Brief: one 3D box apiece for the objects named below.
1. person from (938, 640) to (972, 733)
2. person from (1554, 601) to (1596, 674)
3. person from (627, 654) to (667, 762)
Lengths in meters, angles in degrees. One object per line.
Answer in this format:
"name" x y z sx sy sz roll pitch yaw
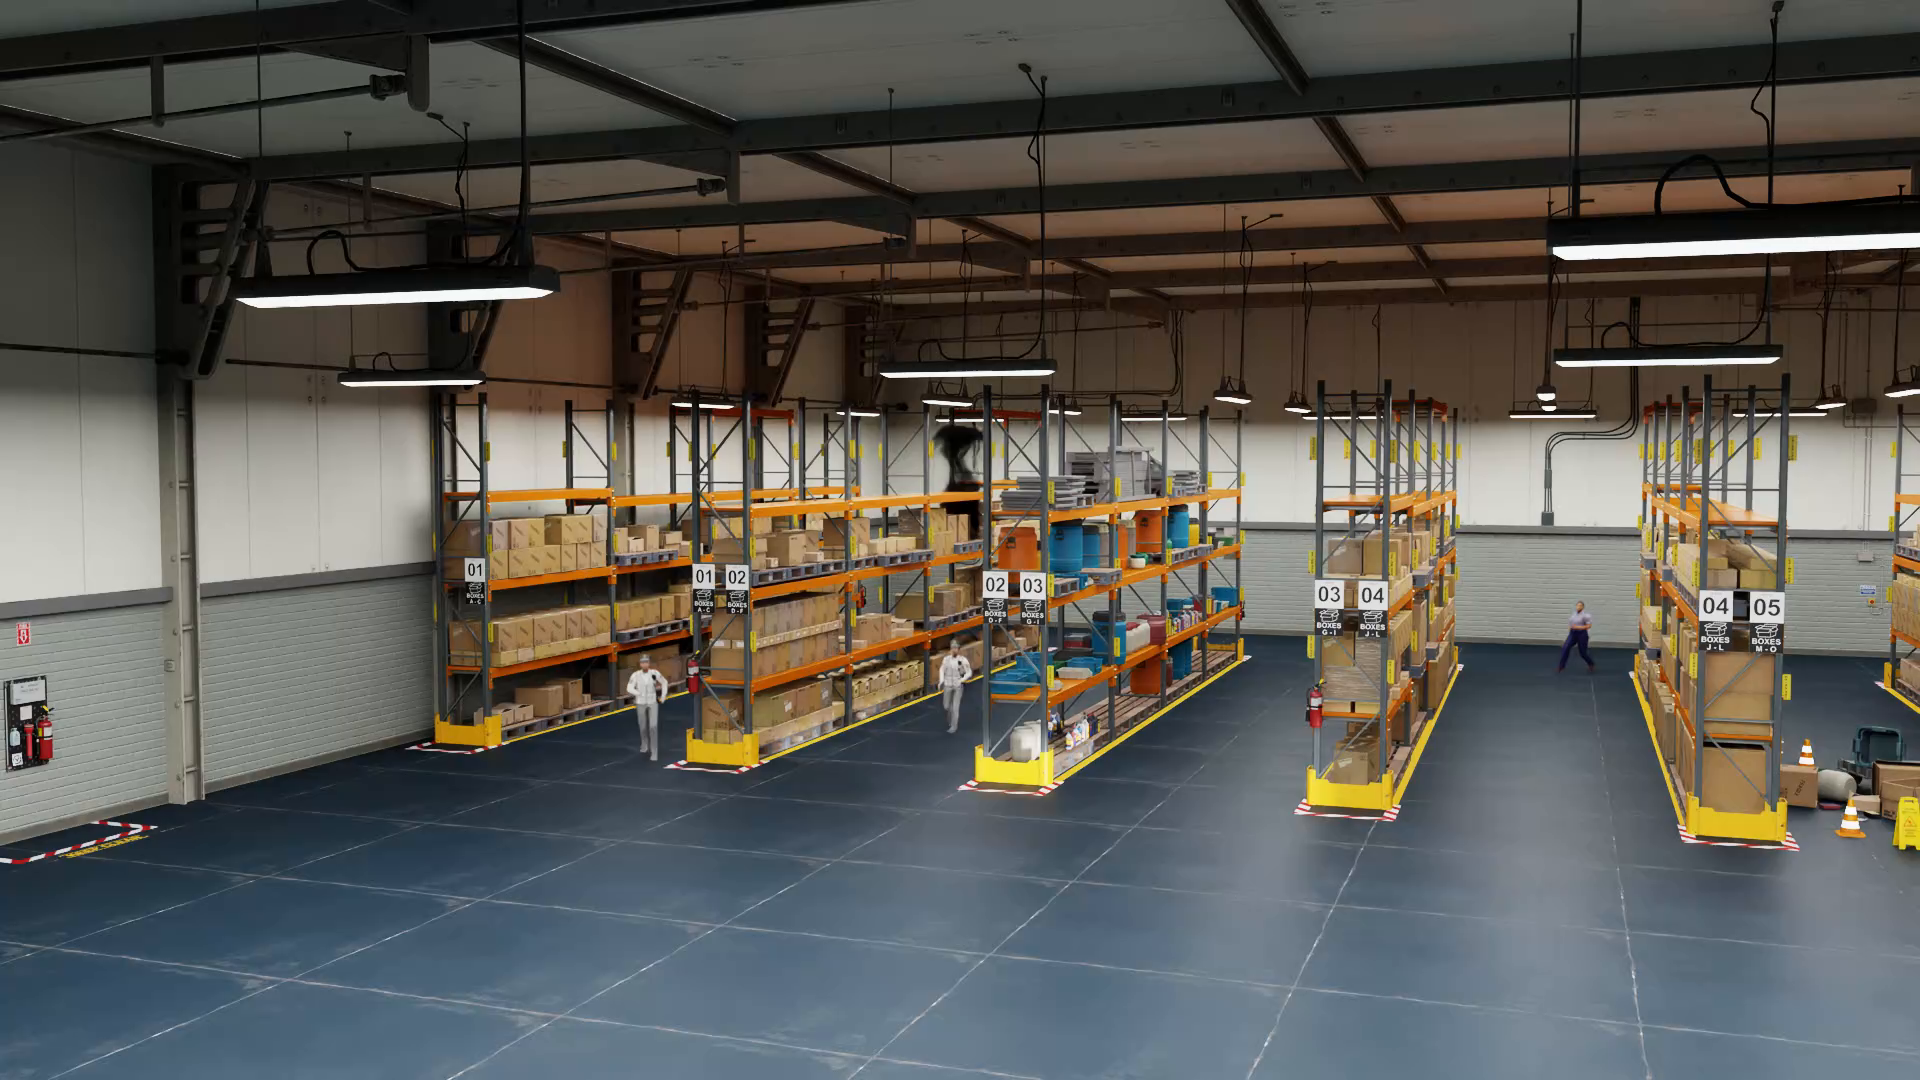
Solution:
"person" -0.103 2.606 29.689 0.620 1.652 0.555 1 3 15
"person" 13.937 2.194 37.461 0.927 1.650 0.631 -2 4 -31
"person" -5.107 2.711 27.151 0.643 1.742 0.830 0 3 -7
